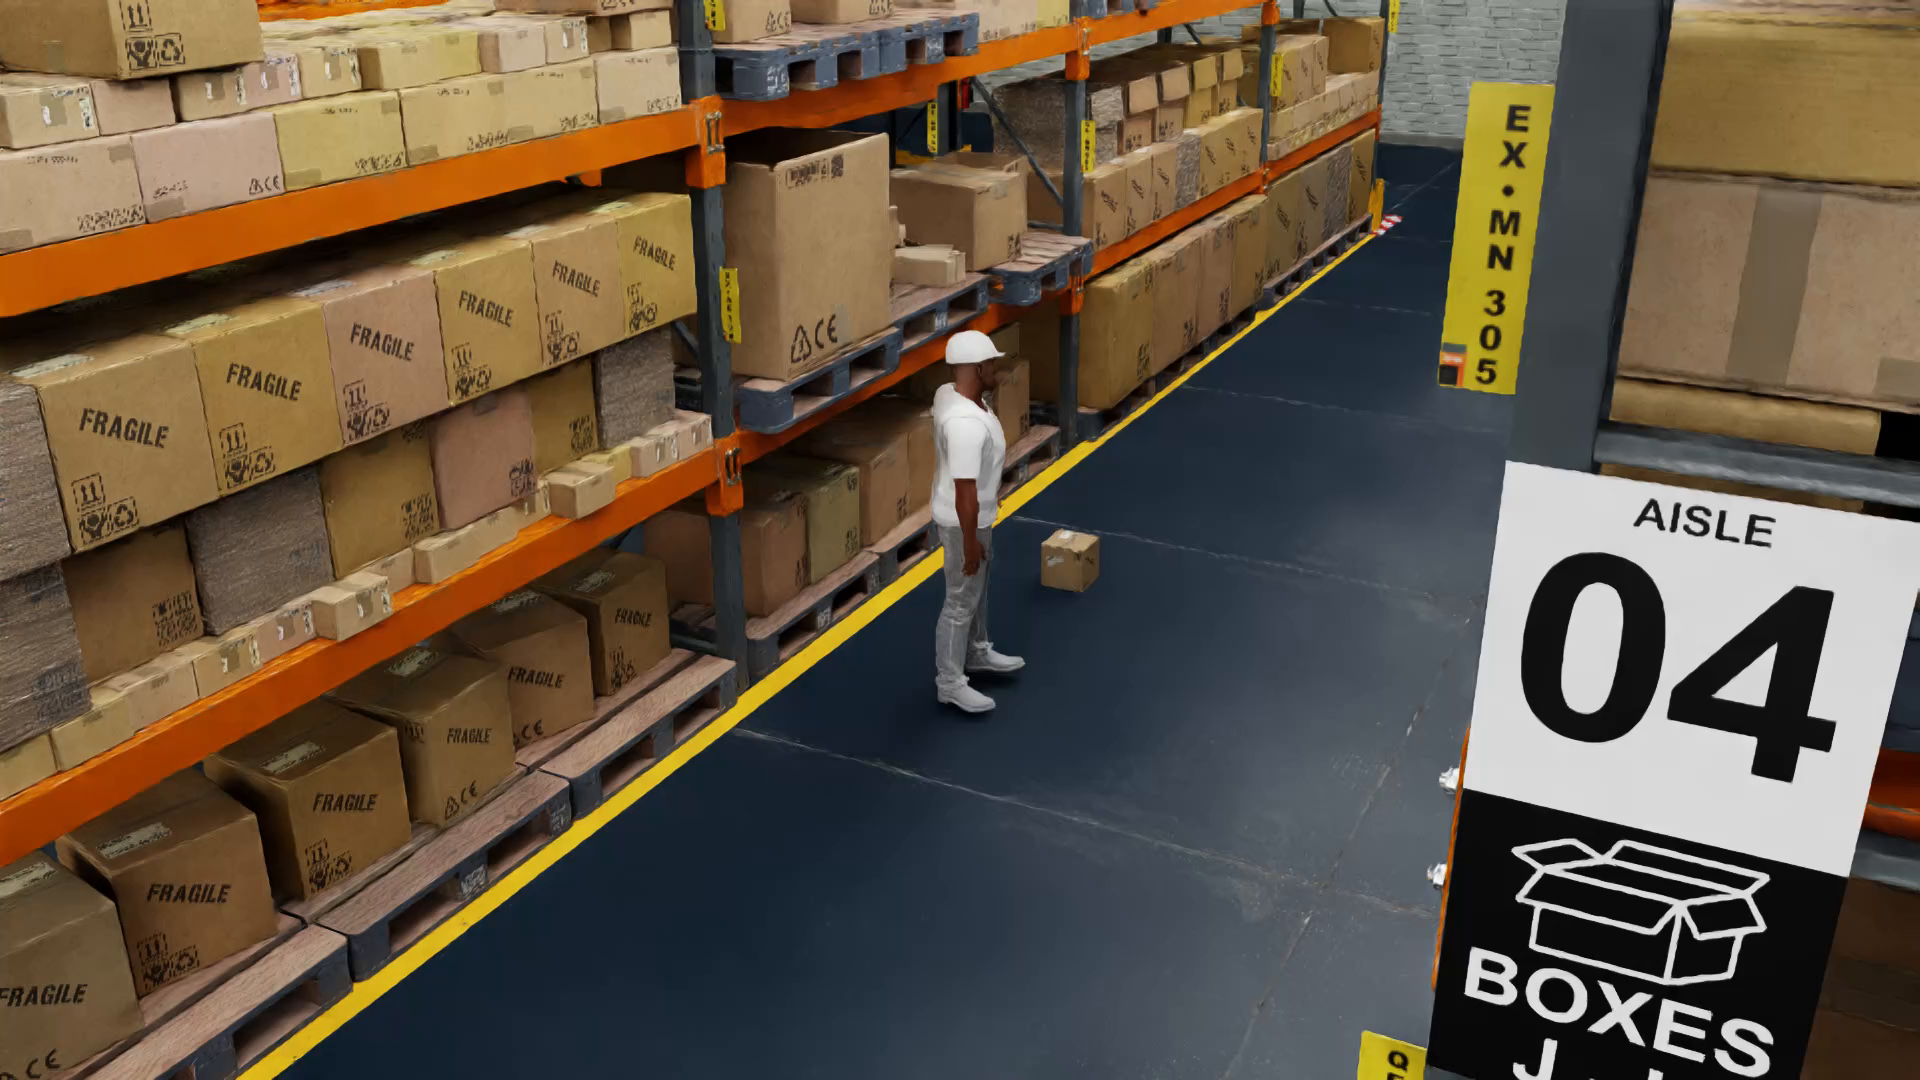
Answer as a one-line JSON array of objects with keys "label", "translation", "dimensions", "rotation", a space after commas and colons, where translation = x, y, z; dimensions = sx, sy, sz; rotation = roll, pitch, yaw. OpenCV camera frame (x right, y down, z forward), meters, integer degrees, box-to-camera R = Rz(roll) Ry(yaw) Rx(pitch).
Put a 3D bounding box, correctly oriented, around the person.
[{"label": "person", "translation": [0.089, -0.109, 7.744], "dimensions": [0.462, 1.771, 0.622], "rotation": [0, 23, -1]}]
